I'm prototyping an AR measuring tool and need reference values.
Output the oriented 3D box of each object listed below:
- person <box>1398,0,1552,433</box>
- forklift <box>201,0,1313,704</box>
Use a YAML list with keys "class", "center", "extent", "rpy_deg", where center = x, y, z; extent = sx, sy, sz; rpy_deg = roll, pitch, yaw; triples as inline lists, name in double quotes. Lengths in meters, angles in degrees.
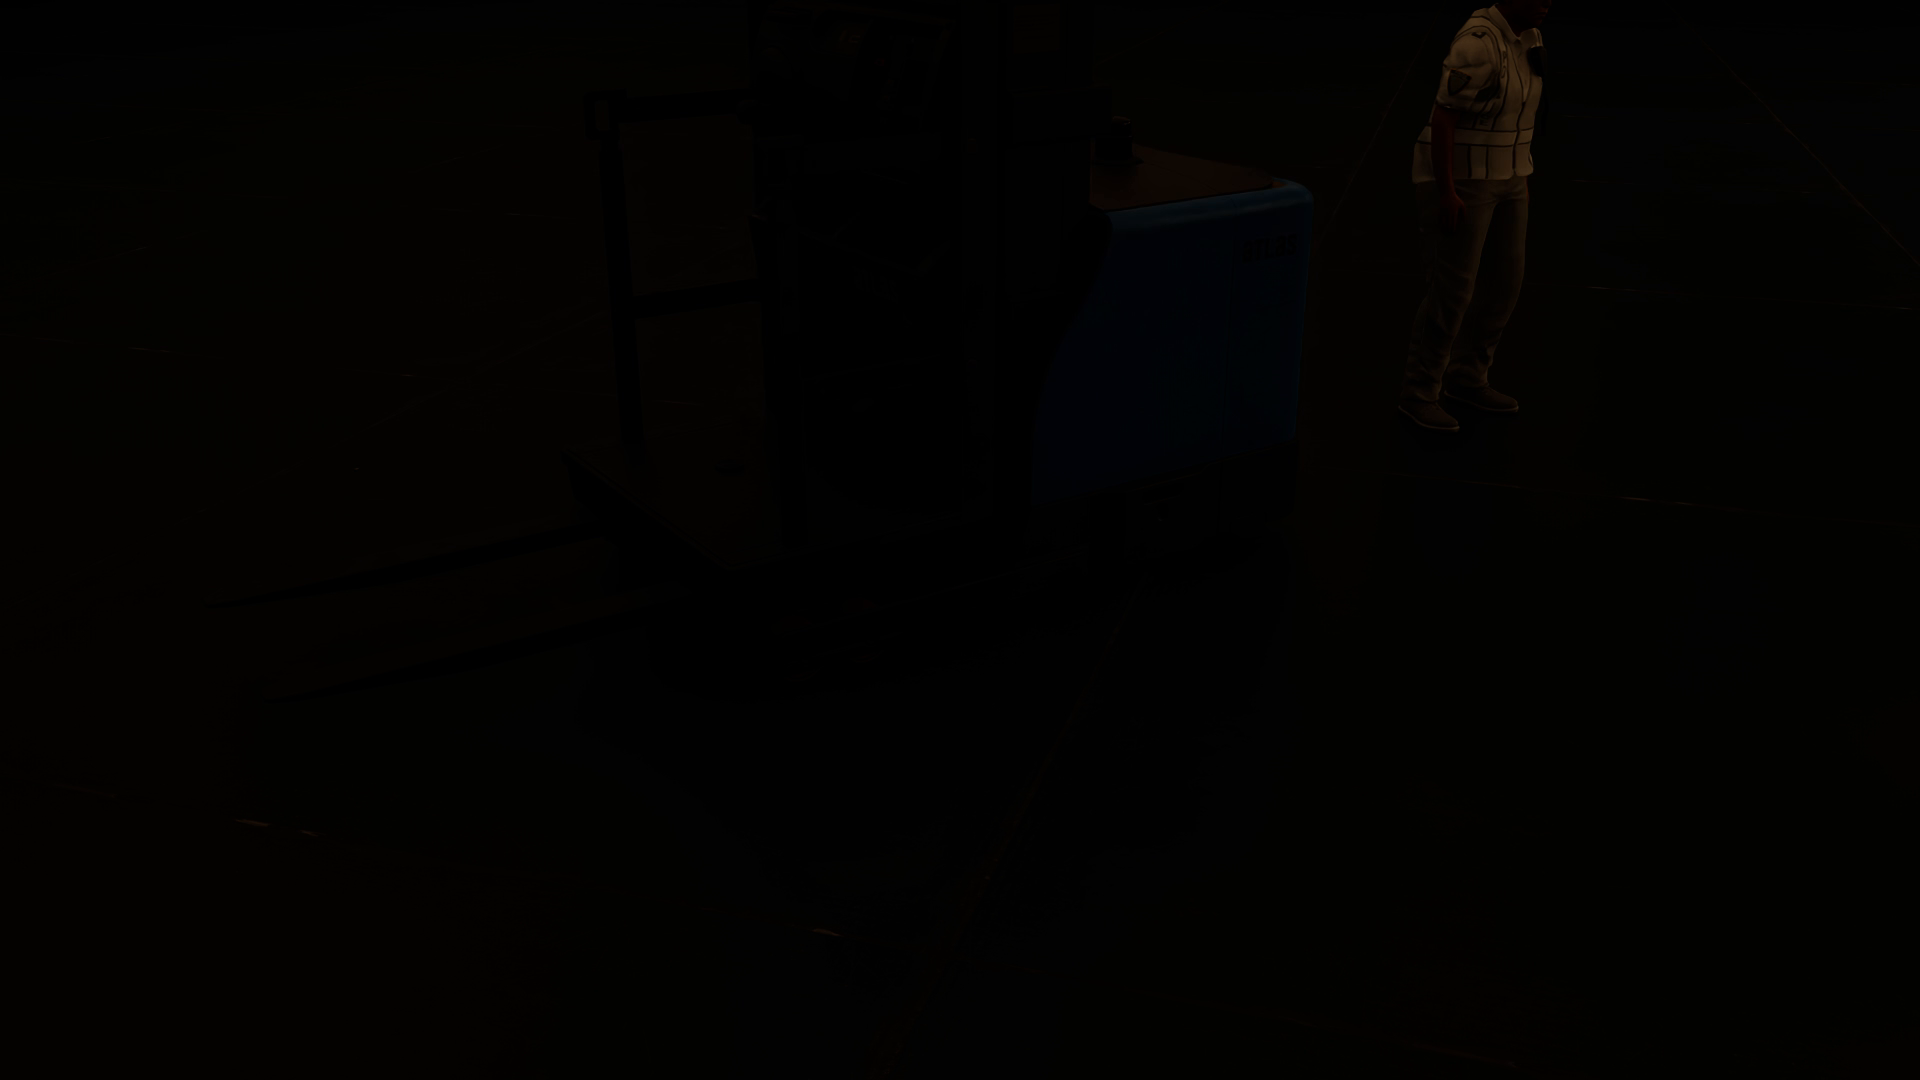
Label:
- class: "person"
  center: [1.856, -1.176, 6.039]
  extent: [0.559, 1.476, 0.400]
  rpy_deg: [-17, 28, -35]
- class: "forklift"
  center: [-0.469, -1.221, 4.238]
  extent: [3.031, 2.935, 1.130]
  rpy_deg: [-15, 27, -31]
